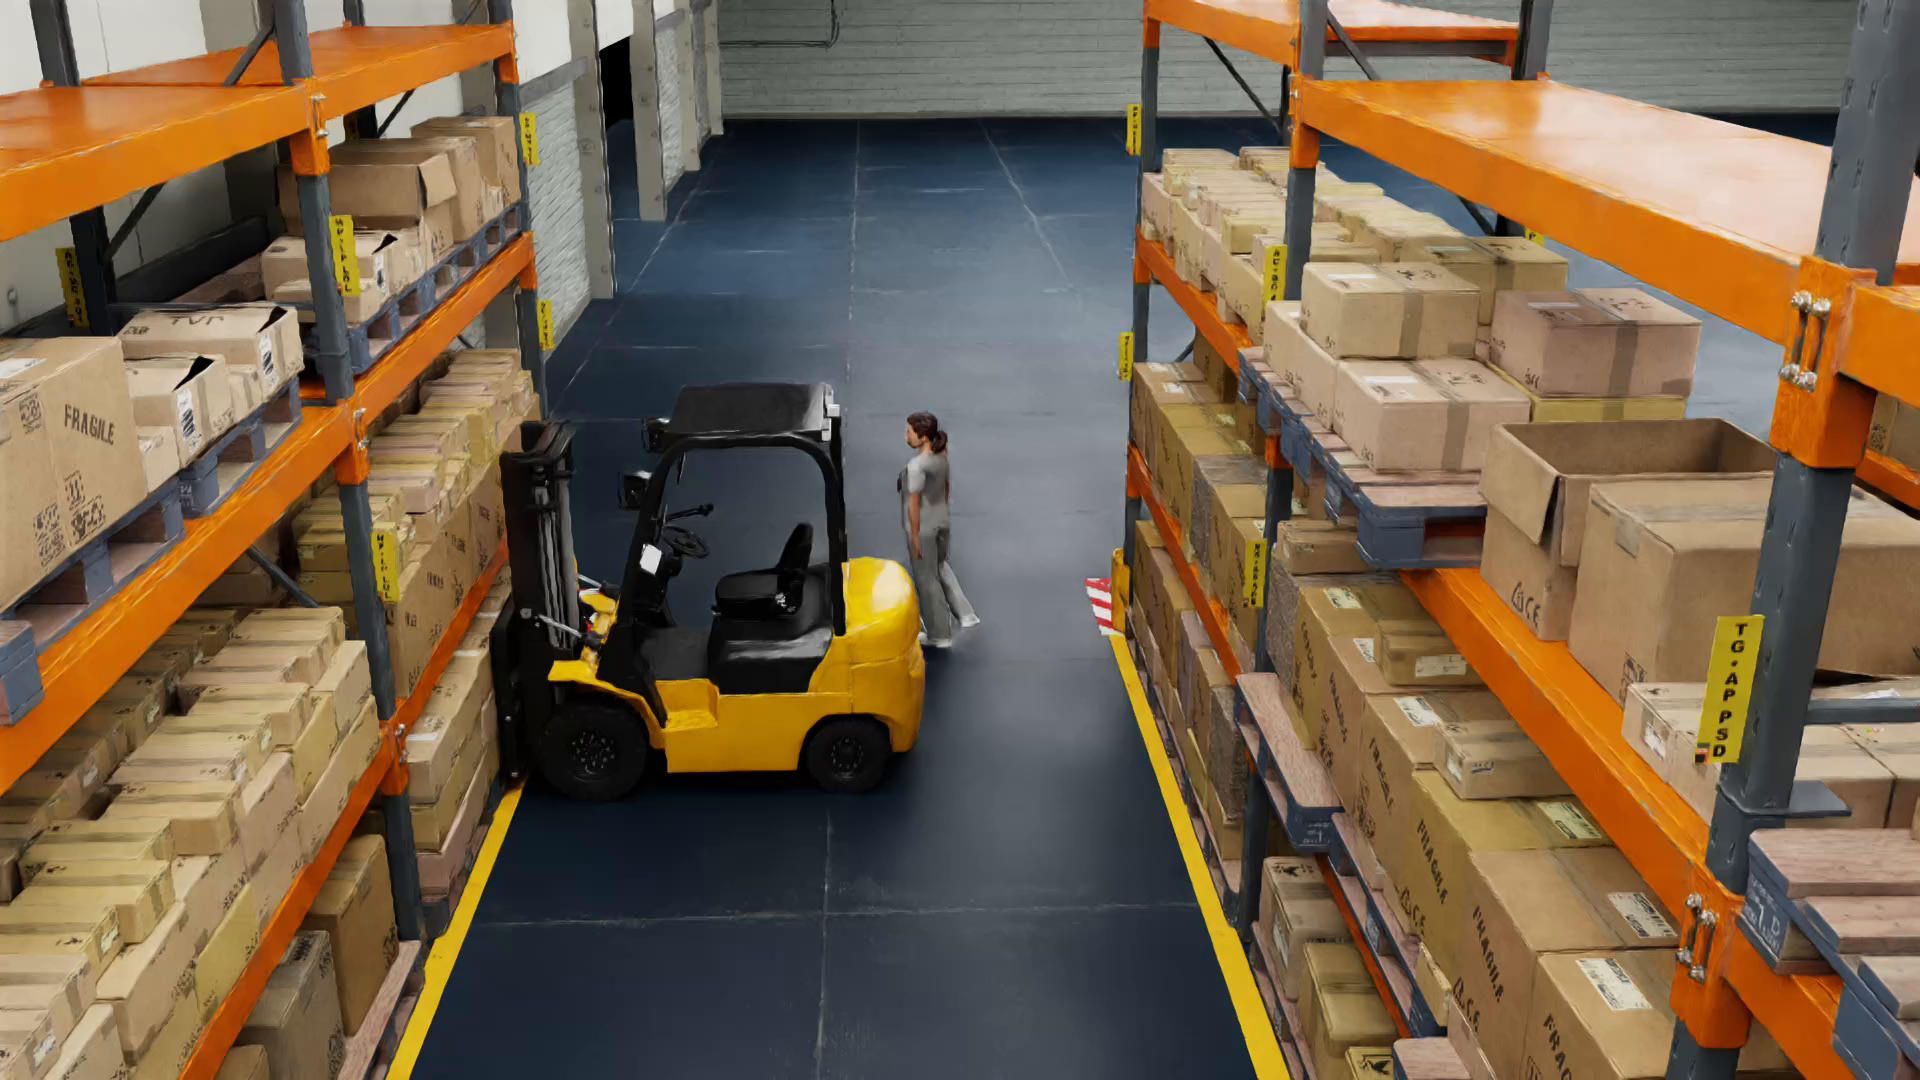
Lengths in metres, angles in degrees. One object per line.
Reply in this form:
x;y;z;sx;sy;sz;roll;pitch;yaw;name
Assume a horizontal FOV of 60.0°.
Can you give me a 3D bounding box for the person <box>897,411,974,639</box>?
-0.179;-0.101;11.210;0.421;1.602;0.521;13;24;32;person
